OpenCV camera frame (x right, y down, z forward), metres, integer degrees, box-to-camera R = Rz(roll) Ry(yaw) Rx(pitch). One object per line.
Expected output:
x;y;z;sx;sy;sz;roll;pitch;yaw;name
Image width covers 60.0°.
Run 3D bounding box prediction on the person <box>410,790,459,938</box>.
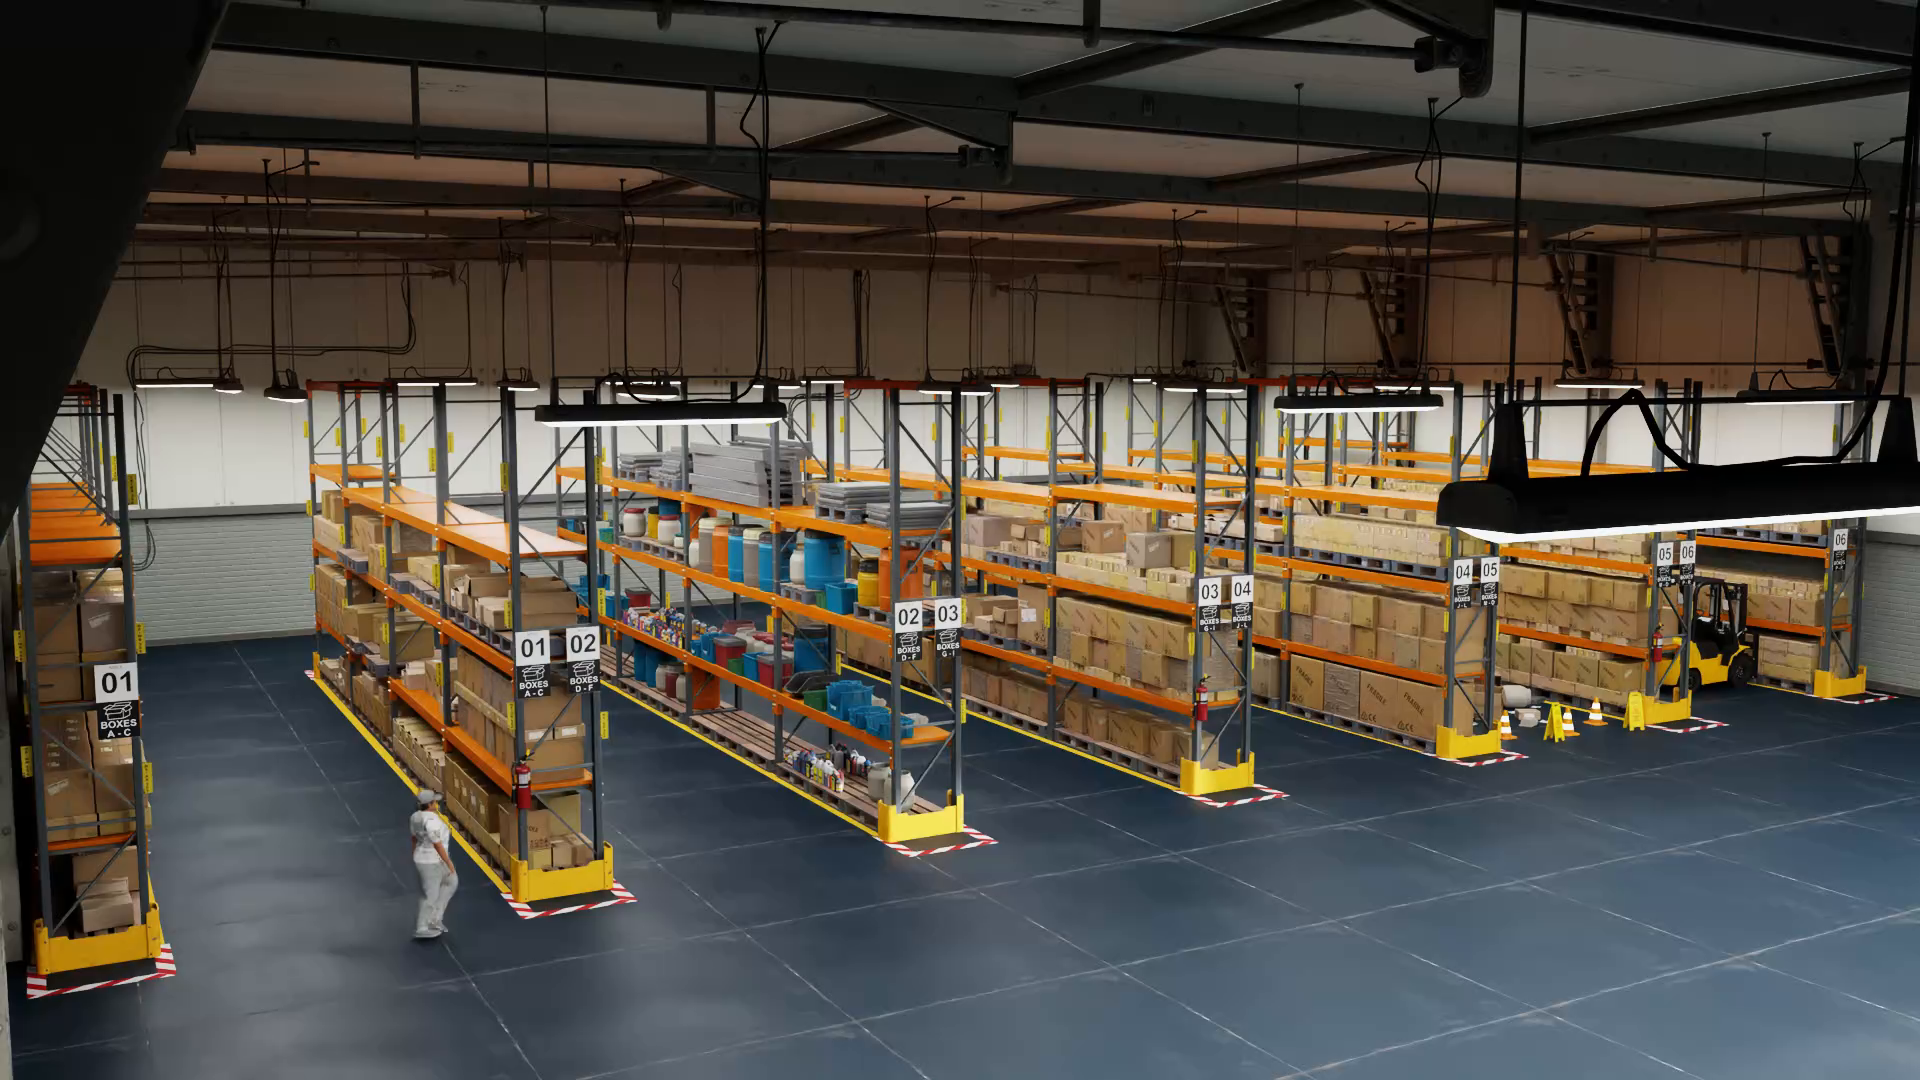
-5.787;3.565;18.299;0.503;1.686;0.492;-2;6;-17;person
